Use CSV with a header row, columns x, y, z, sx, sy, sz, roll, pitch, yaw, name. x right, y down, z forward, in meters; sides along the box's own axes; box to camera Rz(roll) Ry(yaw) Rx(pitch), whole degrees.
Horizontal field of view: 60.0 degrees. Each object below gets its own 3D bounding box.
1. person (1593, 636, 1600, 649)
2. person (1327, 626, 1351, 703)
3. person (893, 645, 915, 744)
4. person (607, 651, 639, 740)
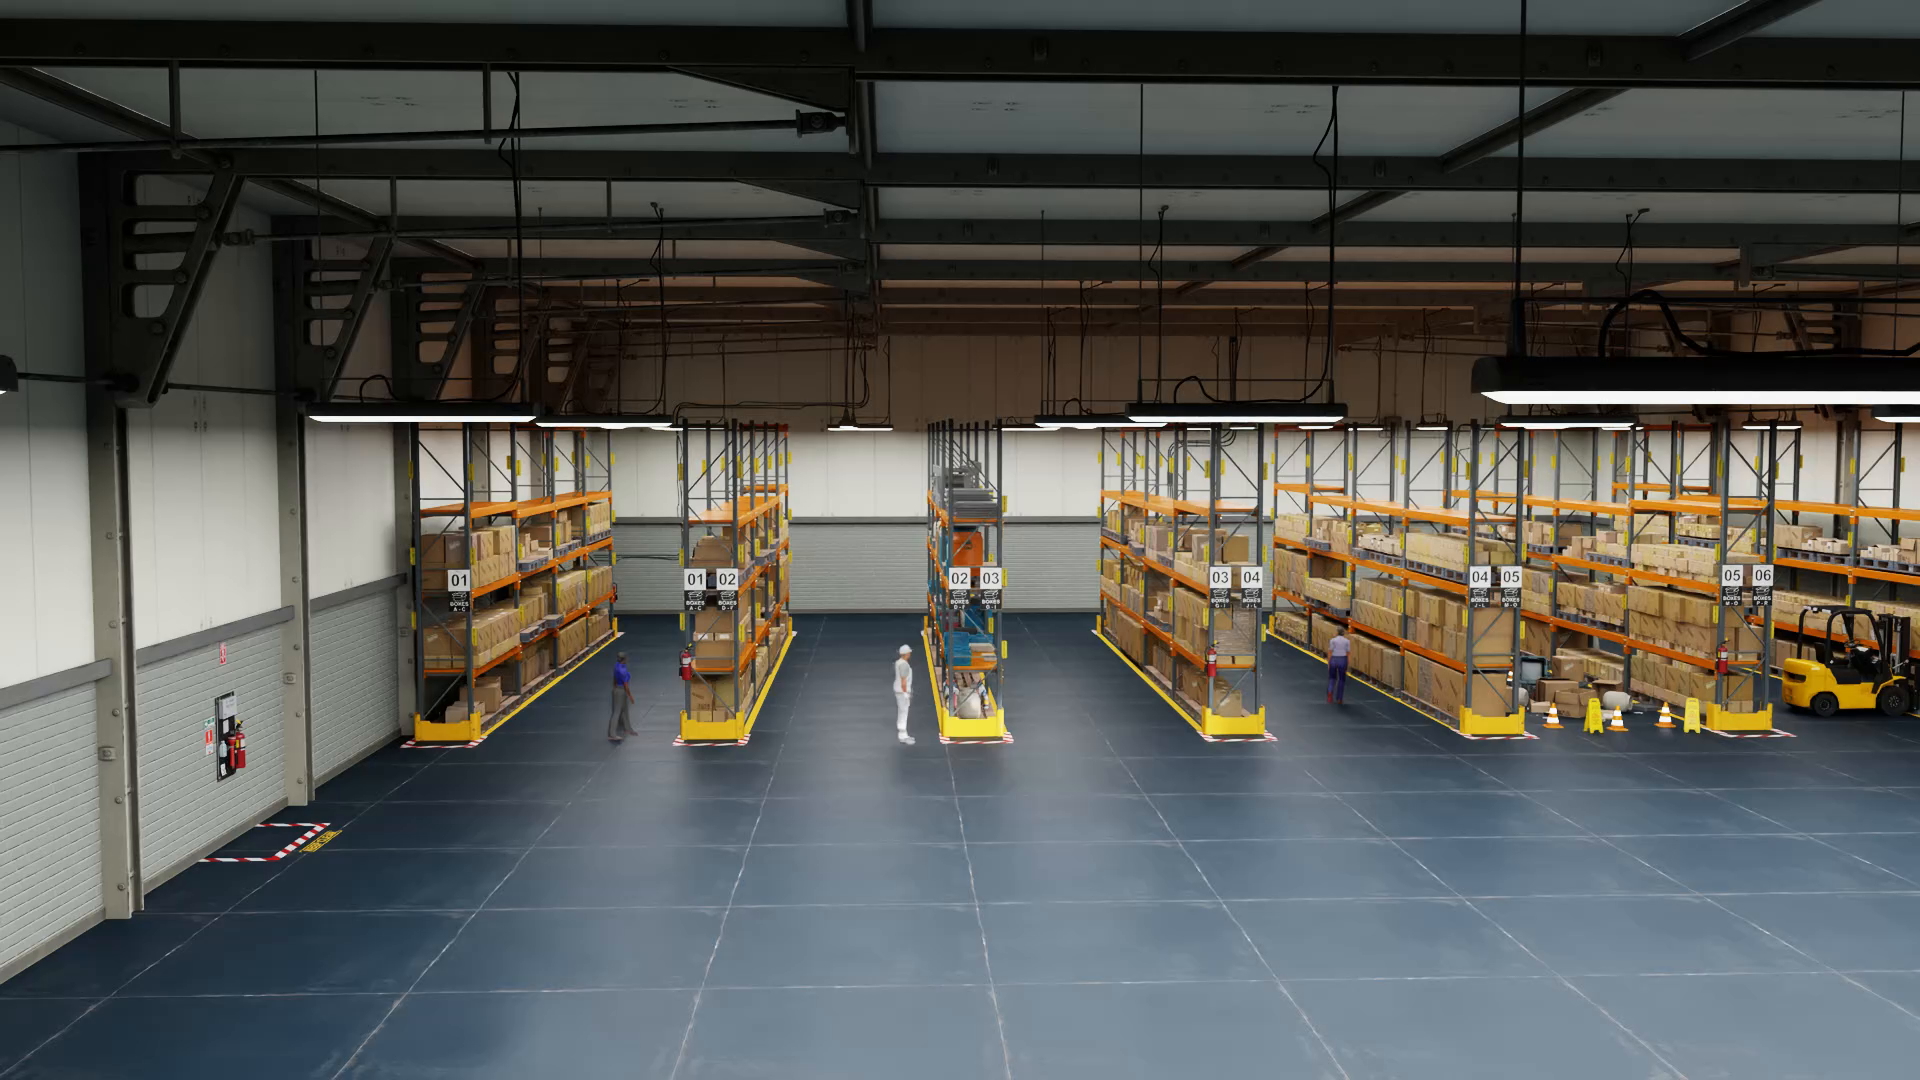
x,y,z,sx,sy,sz,roll,pitch,yaw,name
16.148,2.176,42.465,0.562,1.662,0.472,3,5,43,person
8.017,2.638,35.152,0.480,1.641,0.476,2,4,31,person
-1.030,2.852,30.886,0.406,1.809,0.570,-1,4,-13,person
-6.337,2.901,31.248,0.609,1.661,0.647,-1,4,-15,person
